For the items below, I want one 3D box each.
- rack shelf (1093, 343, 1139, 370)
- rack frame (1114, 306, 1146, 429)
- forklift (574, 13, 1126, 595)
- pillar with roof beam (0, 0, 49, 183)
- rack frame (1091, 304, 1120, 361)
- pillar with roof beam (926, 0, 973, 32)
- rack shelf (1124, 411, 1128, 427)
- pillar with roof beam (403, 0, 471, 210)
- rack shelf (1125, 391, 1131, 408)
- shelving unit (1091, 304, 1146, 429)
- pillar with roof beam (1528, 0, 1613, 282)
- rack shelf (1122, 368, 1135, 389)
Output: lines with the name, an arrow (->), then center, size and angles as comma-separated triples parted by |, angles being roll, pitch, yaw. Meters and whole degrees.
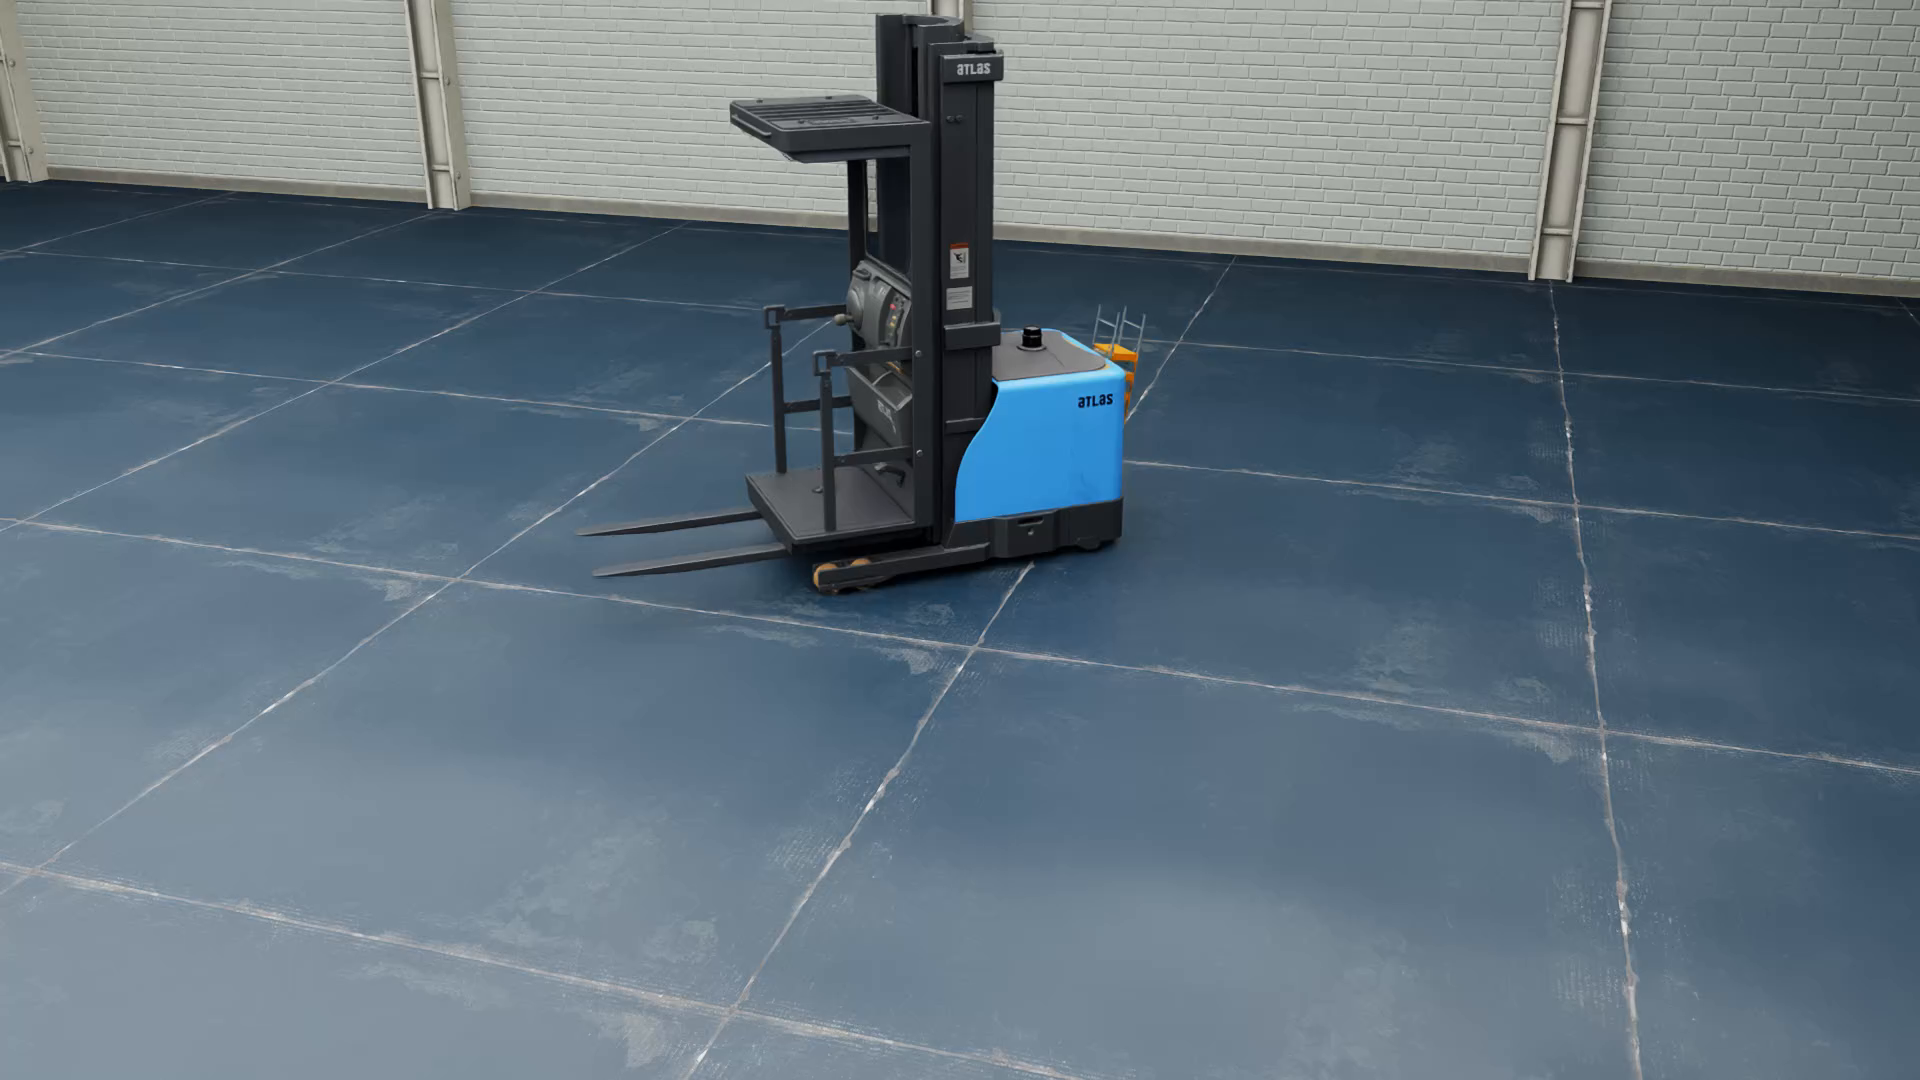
rack shelf -> 0.932, -1.114, 10.065 | 0.180, 0.103, 0.258 | 0, 20, -28
rack frame -> 0.965, -0.818, 10.204 | 0.006, 1.200, 0.240 | 0, 20, -28
forklift -> -0.628, -1.285, 9.041 | 3.031, 2.935, 1.130 | -8, 24, -19
pillar with roof beam -> -12.839, -7.083, 15.179 | 0.400, 9.000, 9.100 | 7, 23, 16
rack frame -> 0.802, -0.817, 10.119 | 0.006, 1.200, 0.240 | 0, 20, -28
pillar with roof beam -> -1.350, -5.767, 11.972 | 0.400, 9.000, 9.100 | 7, 23, 16
rack shelf -> 0.877, -0.776, 10.175 | 0.180, 0.103, 0.258 | 0, 20, -28
pillar with roof beam -> -7.095, -6.425, 13.576 | 0.400, 9.000, 9.100 | 7, 23, 16
rack shelf -> 0.895, -0.888, 10.139 | 0.180, 0.103, 0.258 | 0, 20, -28
shelving unit -> 0.884, -0.817, 10.162 | 0.189, 1.200, 0.258 | 0, 20, -28
pillar with roof beam -> 4.394, -5.109, 10.369 | 0.400, 9.000, 9.100 | 7, 23, 16
rack shelf -> 0.914, -1.001, 10.102 | 0.180, 0.103, 0.258 | 0, 20, -28
